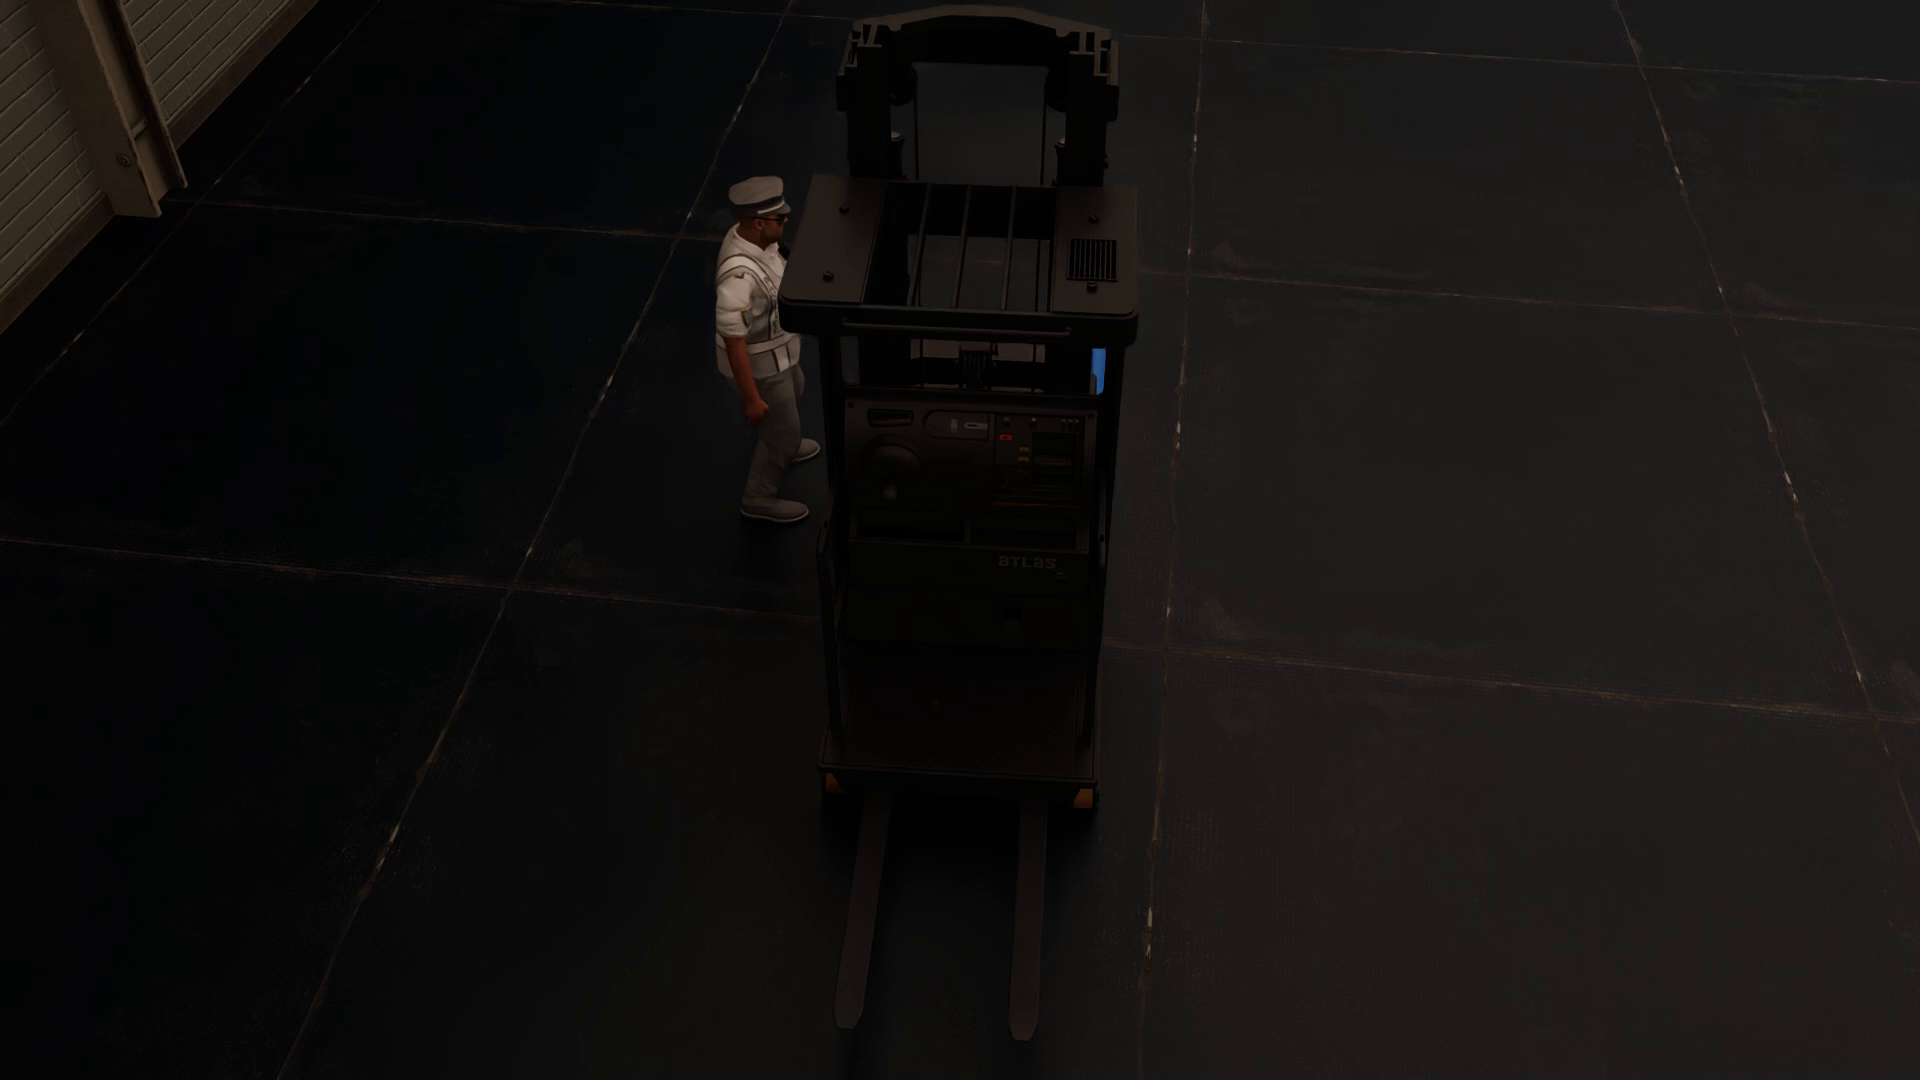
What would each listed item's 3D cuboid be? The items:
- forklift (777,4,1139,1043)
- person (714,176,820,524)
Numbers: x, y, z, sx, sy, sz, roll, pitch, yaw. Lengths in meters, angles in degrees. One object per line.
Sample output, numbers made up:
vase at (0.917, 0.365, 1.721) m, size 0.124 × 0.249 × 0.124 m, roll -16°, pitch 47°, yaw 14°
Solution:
forklift at (0.022, -0.236, 5.981) m, size 1.130 × 2.935 × 3.031 m, roll 3°, pitch 43°, yaw 3°
person at (-0.901, -0.853, 7.544) m, size 0.381 × 1.726 × 0.773 m, roll 1°, pitch 43°, yaw 1°
